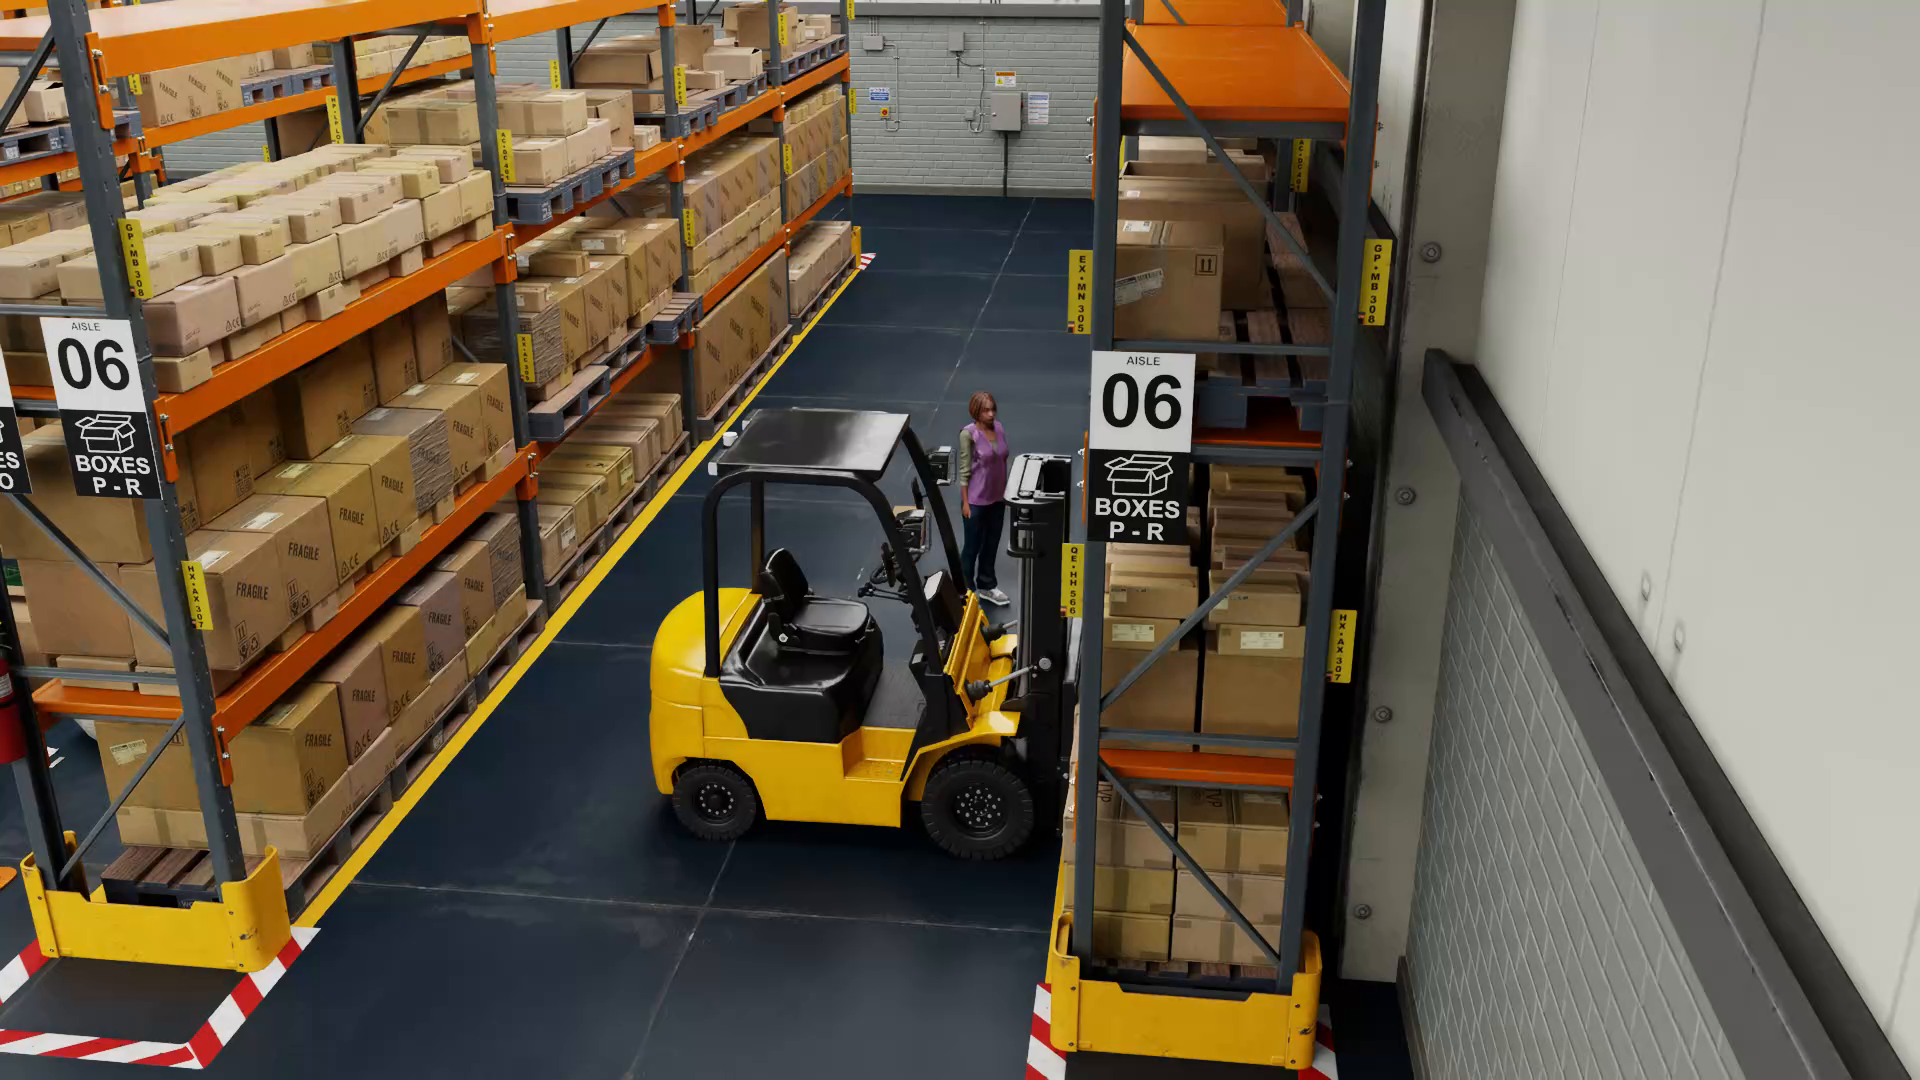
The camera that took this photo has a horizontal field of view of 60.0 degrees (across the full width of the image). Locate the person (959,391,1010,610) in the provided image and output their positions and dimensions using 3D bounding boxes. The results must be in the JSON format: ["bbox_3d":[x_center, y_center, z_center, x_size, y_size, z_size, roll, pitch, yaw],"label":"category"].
[{"bbox_3d":[0.170,-0.283,11.807,0.408,1.604,0.308,-18,28,-38],"label":"person"}]
